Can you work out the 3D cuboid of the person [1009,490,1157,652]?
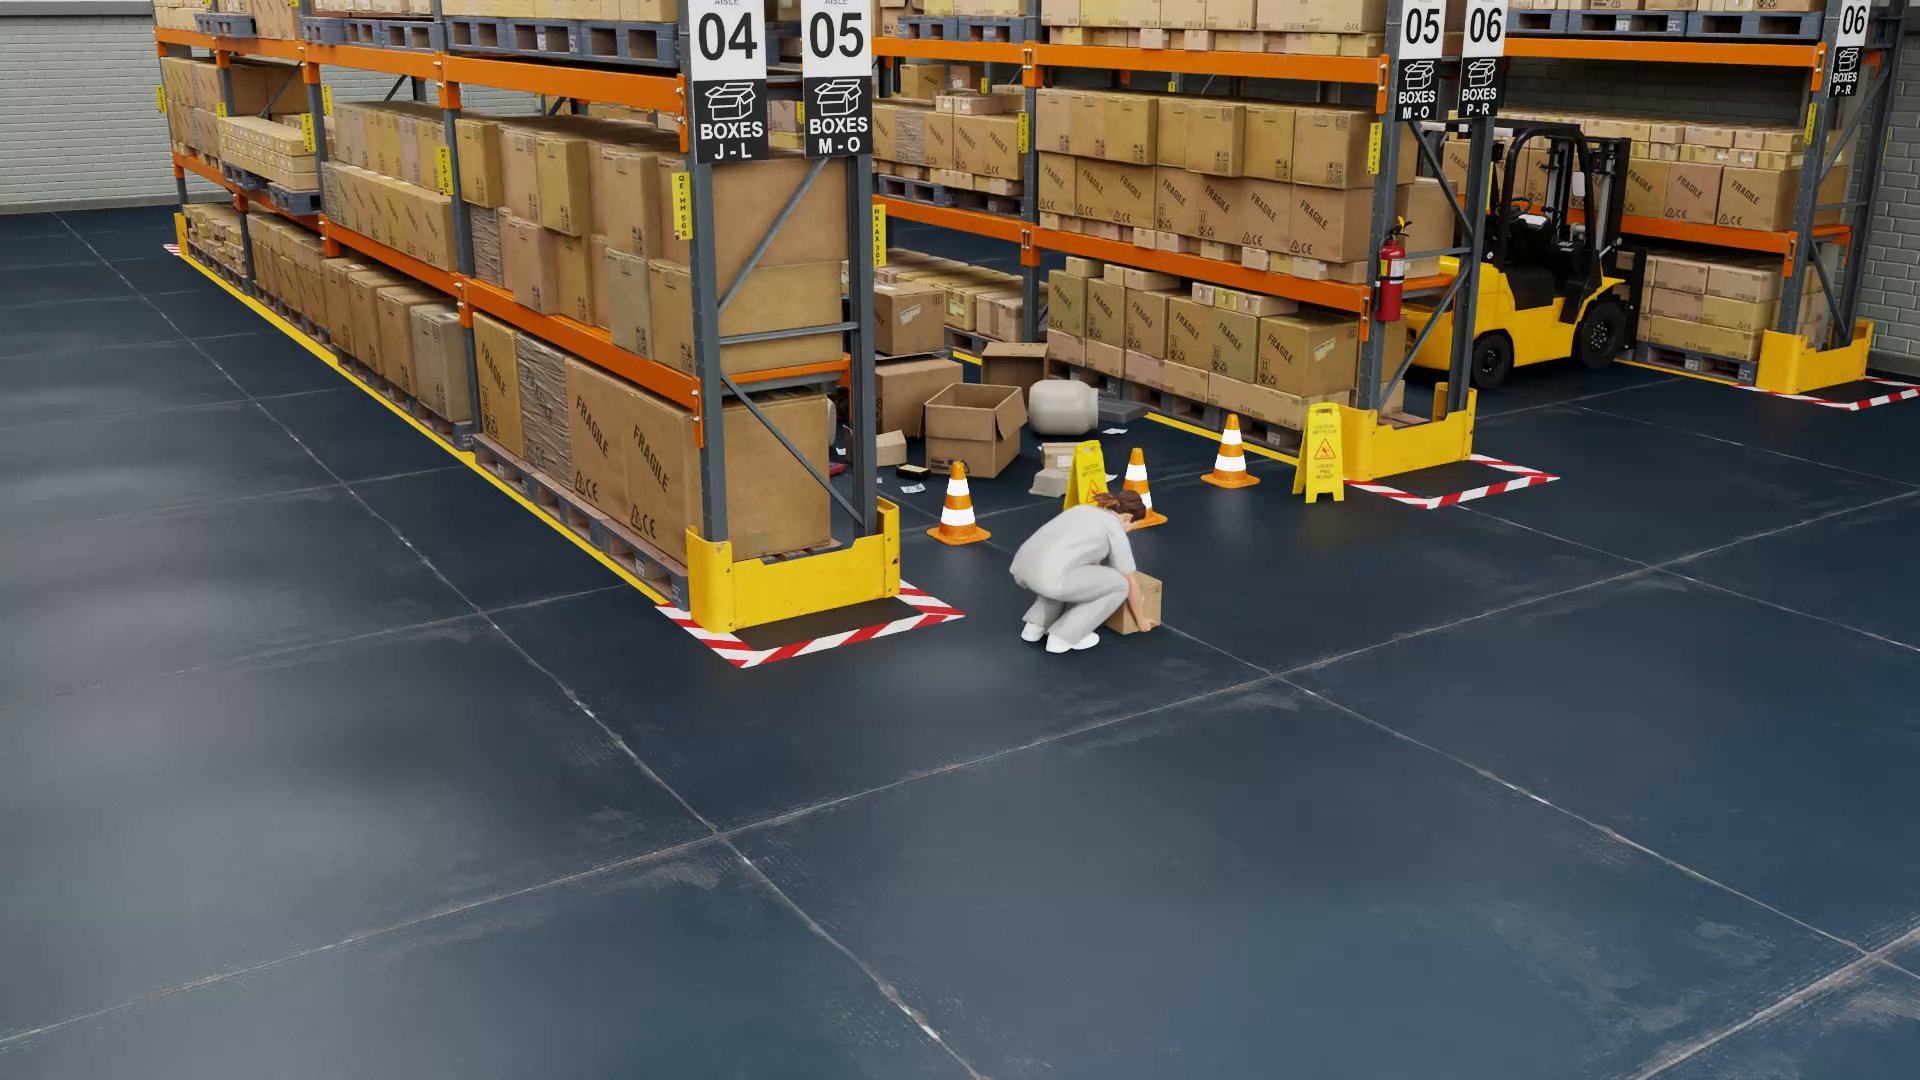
[{"bbox_3d":[0.641,0.173,8.625,0.837,0.817,0.469,-12,22,-32],"label":"person"}]
